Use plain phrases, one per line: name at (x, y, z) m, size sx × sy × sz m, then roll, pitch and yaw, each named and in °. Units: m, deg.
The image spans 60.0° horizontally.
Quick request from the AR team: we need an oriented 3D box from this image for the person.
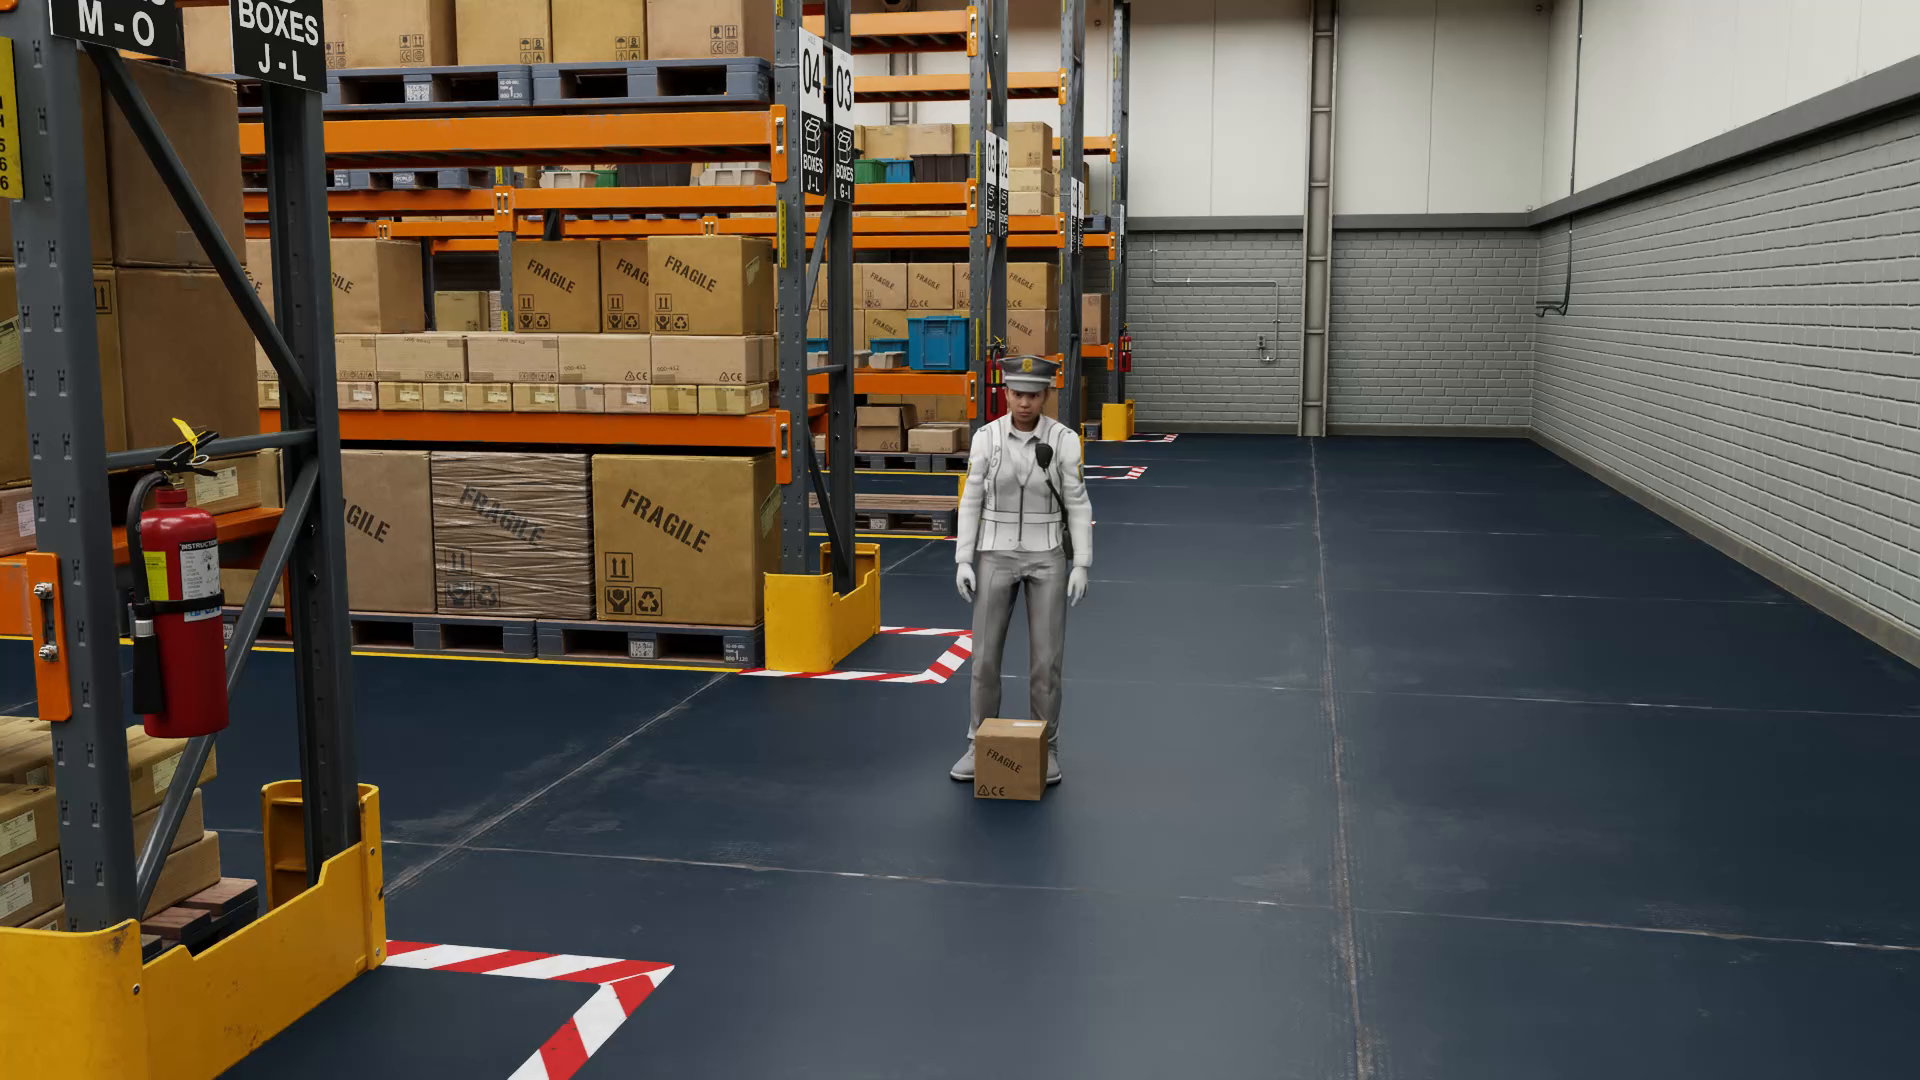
person at (0.247, 0.109, 6.528) m, size 0.547 × 1.667 × 0.369 m, roll 1°, pitch 8°, yaw 8°
